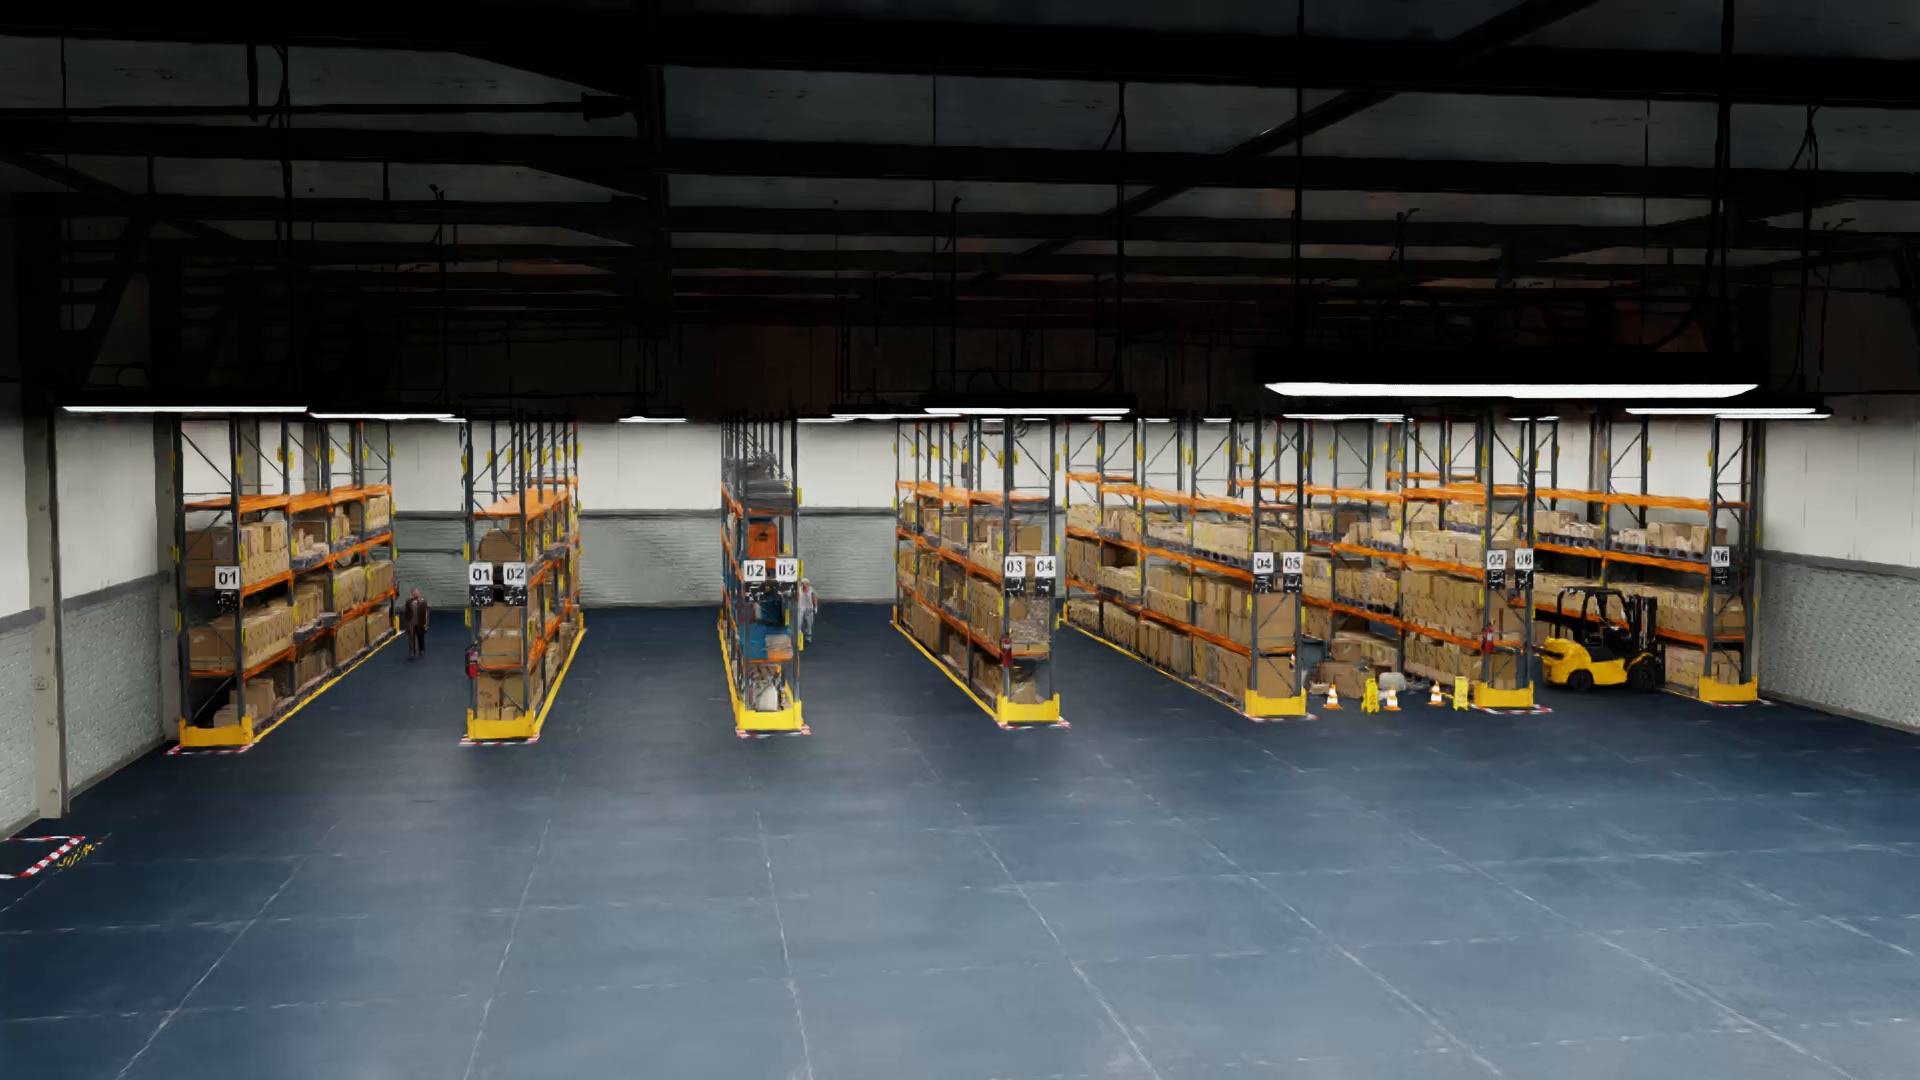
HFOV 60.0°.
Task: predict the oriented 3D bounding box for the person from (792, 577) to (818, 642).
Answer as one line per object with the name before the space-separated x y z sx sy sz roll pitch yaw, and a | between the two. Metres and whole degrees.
person | -4.058 1.828 43.500 0.677 1.742 0.547 -1 4 -11

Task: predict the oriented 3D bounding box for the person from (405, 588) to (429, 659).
person | -13.270 2.023 40.640 0.604 1.724 1.104 -1 4 -11
